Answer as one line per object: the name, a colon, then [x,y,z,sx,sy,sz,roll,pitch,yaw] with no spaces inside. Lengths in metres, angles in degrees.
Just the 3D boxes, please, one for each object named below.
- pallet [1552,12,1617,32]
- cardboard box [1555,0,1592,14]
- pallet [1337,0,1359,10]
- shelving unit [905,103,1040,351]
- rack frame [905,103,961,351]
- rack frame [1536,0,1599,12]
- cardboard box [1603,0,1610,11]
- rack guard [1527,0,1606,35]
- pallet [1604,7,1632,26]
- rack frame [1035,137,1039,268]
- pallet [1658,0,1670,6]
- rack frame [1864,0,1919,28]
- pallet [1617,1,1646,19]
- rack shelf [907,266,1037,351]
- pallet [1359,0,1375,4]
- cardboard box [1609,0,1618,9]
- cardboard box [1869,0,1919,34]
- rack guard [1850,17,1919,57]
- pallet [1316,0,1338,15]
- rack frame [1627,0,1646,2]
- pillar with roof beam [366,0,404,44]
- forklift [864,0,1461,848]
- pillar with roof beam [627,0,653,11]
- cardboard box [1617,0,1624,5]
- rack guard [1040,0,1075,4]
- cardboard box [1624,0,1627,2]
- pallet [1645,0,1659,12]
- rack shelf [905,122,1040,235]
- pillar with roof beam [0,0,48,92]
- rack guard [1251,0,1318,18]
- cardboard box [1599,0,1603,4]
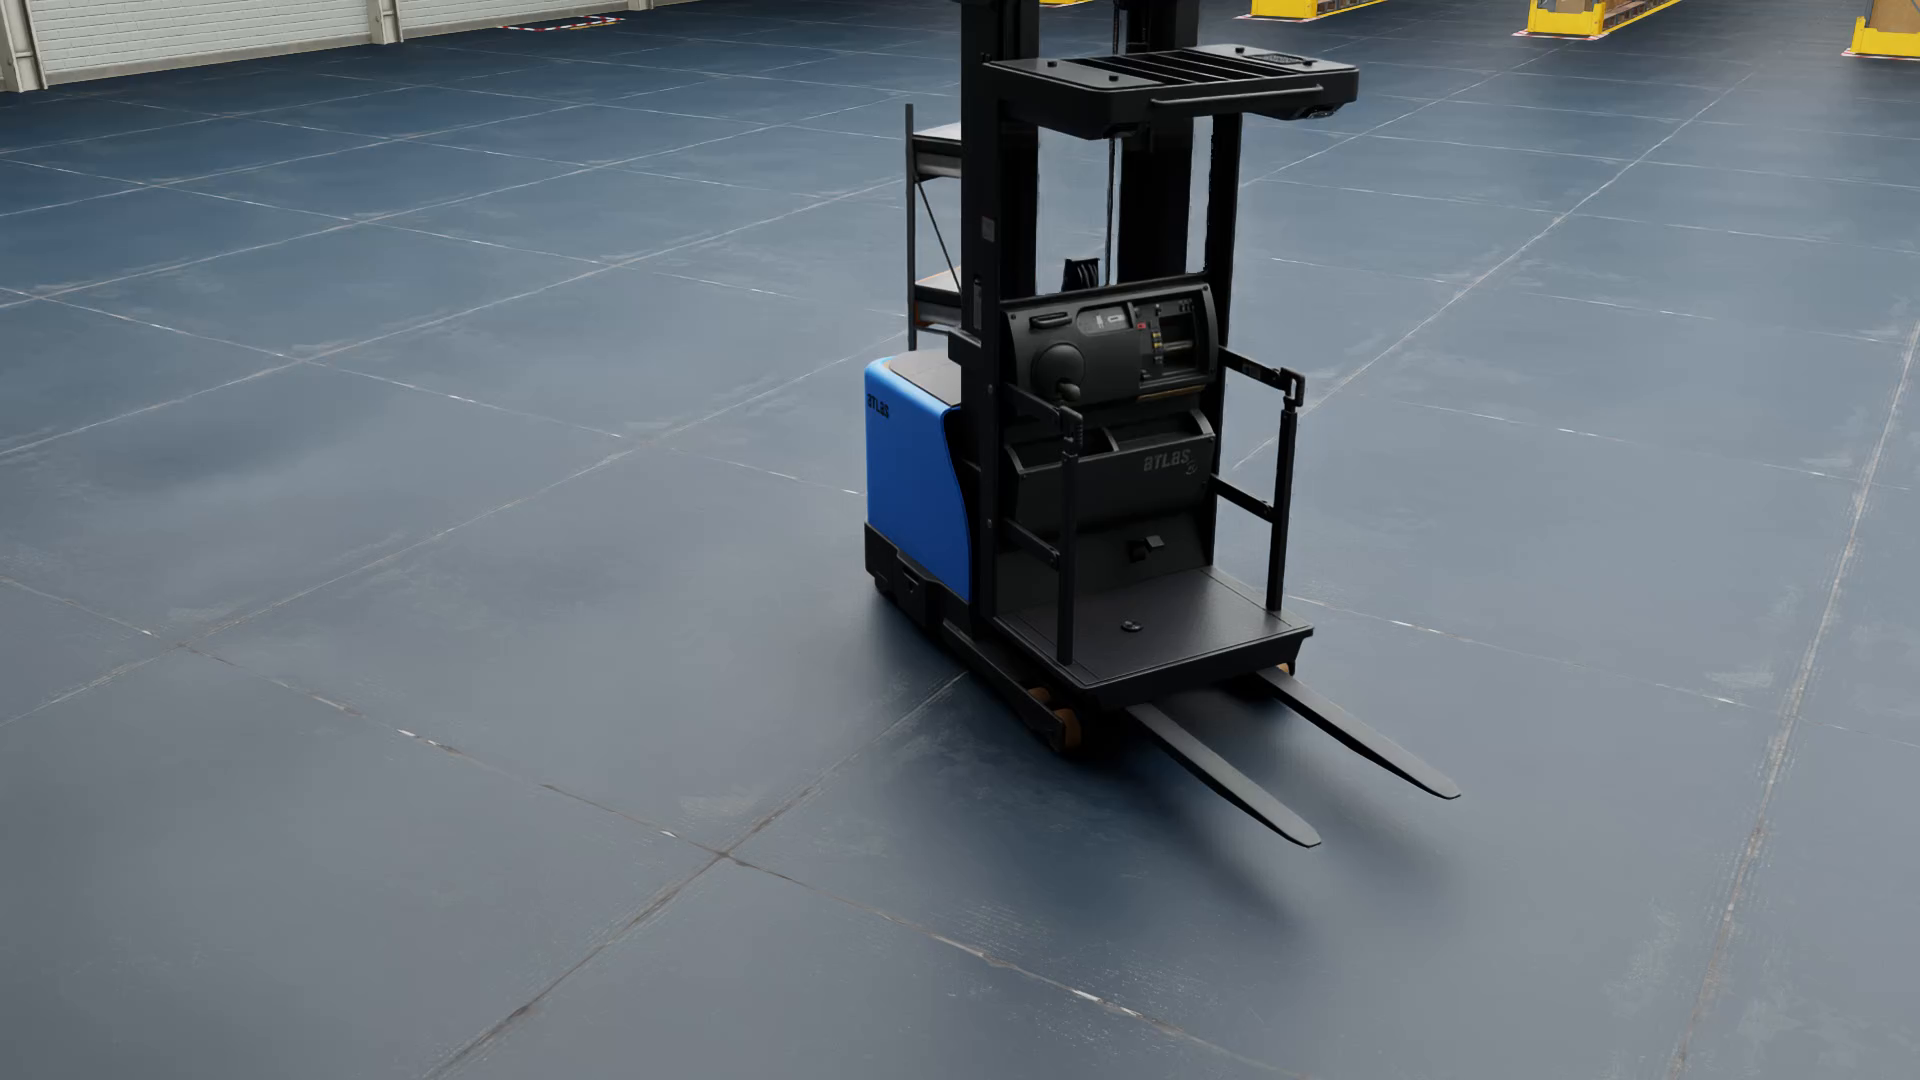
pallet: [10.619,-8.904,28.551,1.003,0.211,1.213,14,27,29]
cardboard box: [10.464,-9.144,28.214,0.500,0.500,0.500,20,30,38]
pallet: [6.990,-10.368,31.933,1.003,0.211,1.213,14,27,29]
shelving unit: [0.060,-1.052,8.037,0.431,2.100,0.503,16,28,32]
rack frame: [-0.080,-0.973,7.854,0.400,2.100,0.015,16,28,32]
rack frame: [10.121,-9.891,27.322,1.000,3.000,0.127,14,27,29]
cardboard box: [11.097,-9.560,29.175,0.500,0.500,0.500,17,29,34]
rack guard: [10.161,-8.769,27.877,1.175,0.500,0.348,14,27,29]
pallet: [11.264,-9.314,29.499,1.003,0.211,1.213,14,27,29]
rack frame: [0.201,-1.131,8.220,0.400,2.100,0.015,16,28,32]
pallet: [13.283,-10.638,32.557,1.003,0.211,1.213,14,27,29]
rack frame: [14.281,-8.817,24.842,1.000,3.000,0.127,14,27,29]
pallet: [11.906,-9.727,30.453,1.003,0.211,1.213,14,27,29]
rack shelf: [0.060,-1.039,8.042,0.431,0.518,0.480,16,28,32]
pallet: [7.633,-10.781,32.888,1.003,0.211,1.213,14,27,29]
cardboard box: [11.429,-9.739,29.589,0.500,0.500,0.500,11,26,24]
cardboard box: [14.583,-8.278,25.741,0.875,0.875,0.875,14,27,29]
rack guard: [14.268,-7.662,25.320,1.175,0.500,0.348,14,27,29]
pallet: [6.346,-9.958,30.986,1.003,0.211,1.213,14,27,29]
rack frame: [12.231,-11.241,30.440,1.000,3.000,0.127,14,27,29]
pillar with roof beam: [-5.542,-11.223,22.848,9.100,9.000,0.400,14,27,29]
forklift: [0.702,-0.738,6.265,1.130,2.935,3.031,-12,26,-26]
pillar with roof beam: [-2.377,-13.248,27.526,9.100,9.000,0.400,14,27,29]
cardboard box: [11.690,-9.965,30.111,0.500,0.500,0.500,-18,29,-36]
rack guard: [1.694,-10.813,32.598,1.175,0.500,0.348,14,27,29]
cardboard box: [11.986,-10.160,30.561,0.500,0.500,0.500,13,27,27]
pallet: [12.640,-10.224,31.602,1.003,0.211,1.213,14,27,29]
rack shelf: [0.060,-1.682,7.764,0.431,0.518,0.480,16,28,32]
pillar with roof beam: [-8.707,-9.198,18.170,9.100,9.000,0.400,14,27,29]
rack guard: [5.913,-9.817,30.298,1.175,0.500,0.348,14,27,29]
cardboard box: [10.750,-9.353,28.696,0.500,0.500,0.500,-20,31,-39]
